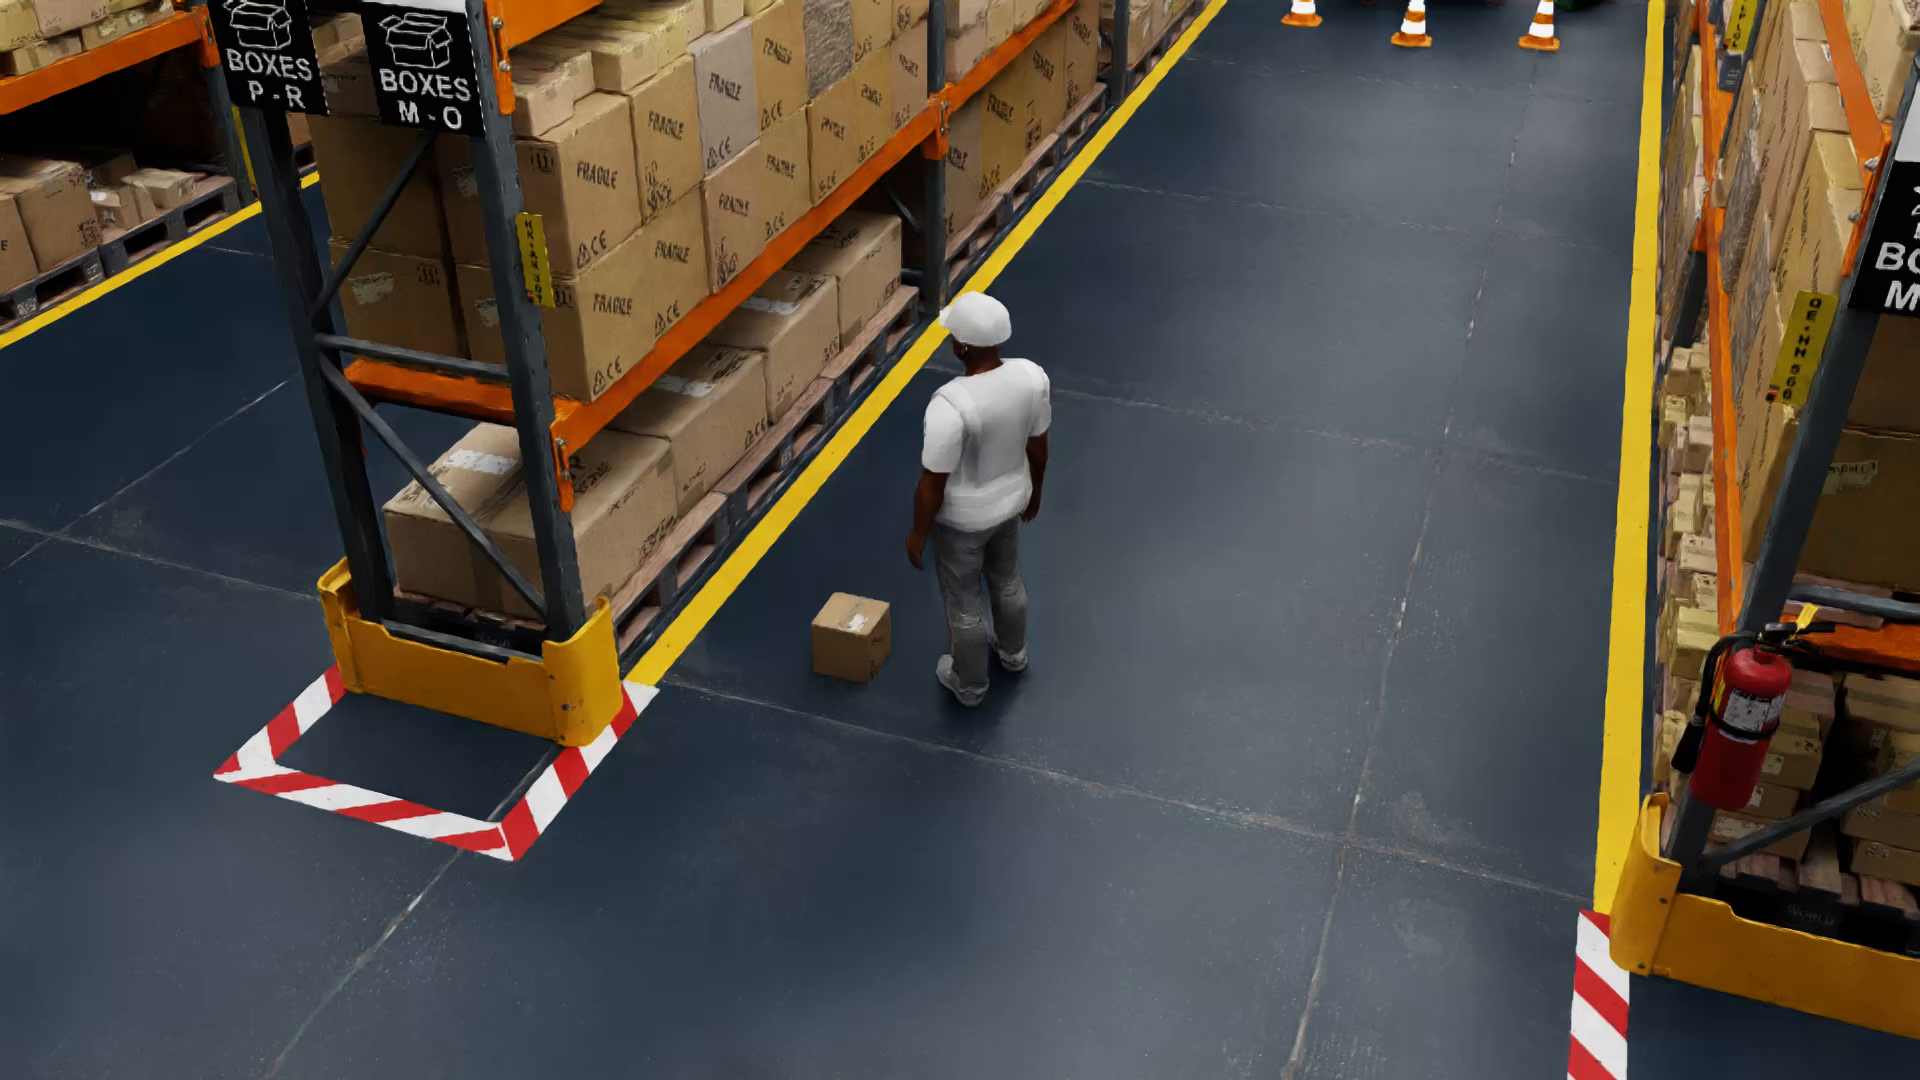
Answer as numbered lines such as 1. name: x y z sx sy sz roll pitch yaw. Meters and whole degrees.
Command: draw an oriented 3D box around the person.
1. person: 0.064 -0.150 6.333 0.683 1.773 0.421 -26 41 -34
